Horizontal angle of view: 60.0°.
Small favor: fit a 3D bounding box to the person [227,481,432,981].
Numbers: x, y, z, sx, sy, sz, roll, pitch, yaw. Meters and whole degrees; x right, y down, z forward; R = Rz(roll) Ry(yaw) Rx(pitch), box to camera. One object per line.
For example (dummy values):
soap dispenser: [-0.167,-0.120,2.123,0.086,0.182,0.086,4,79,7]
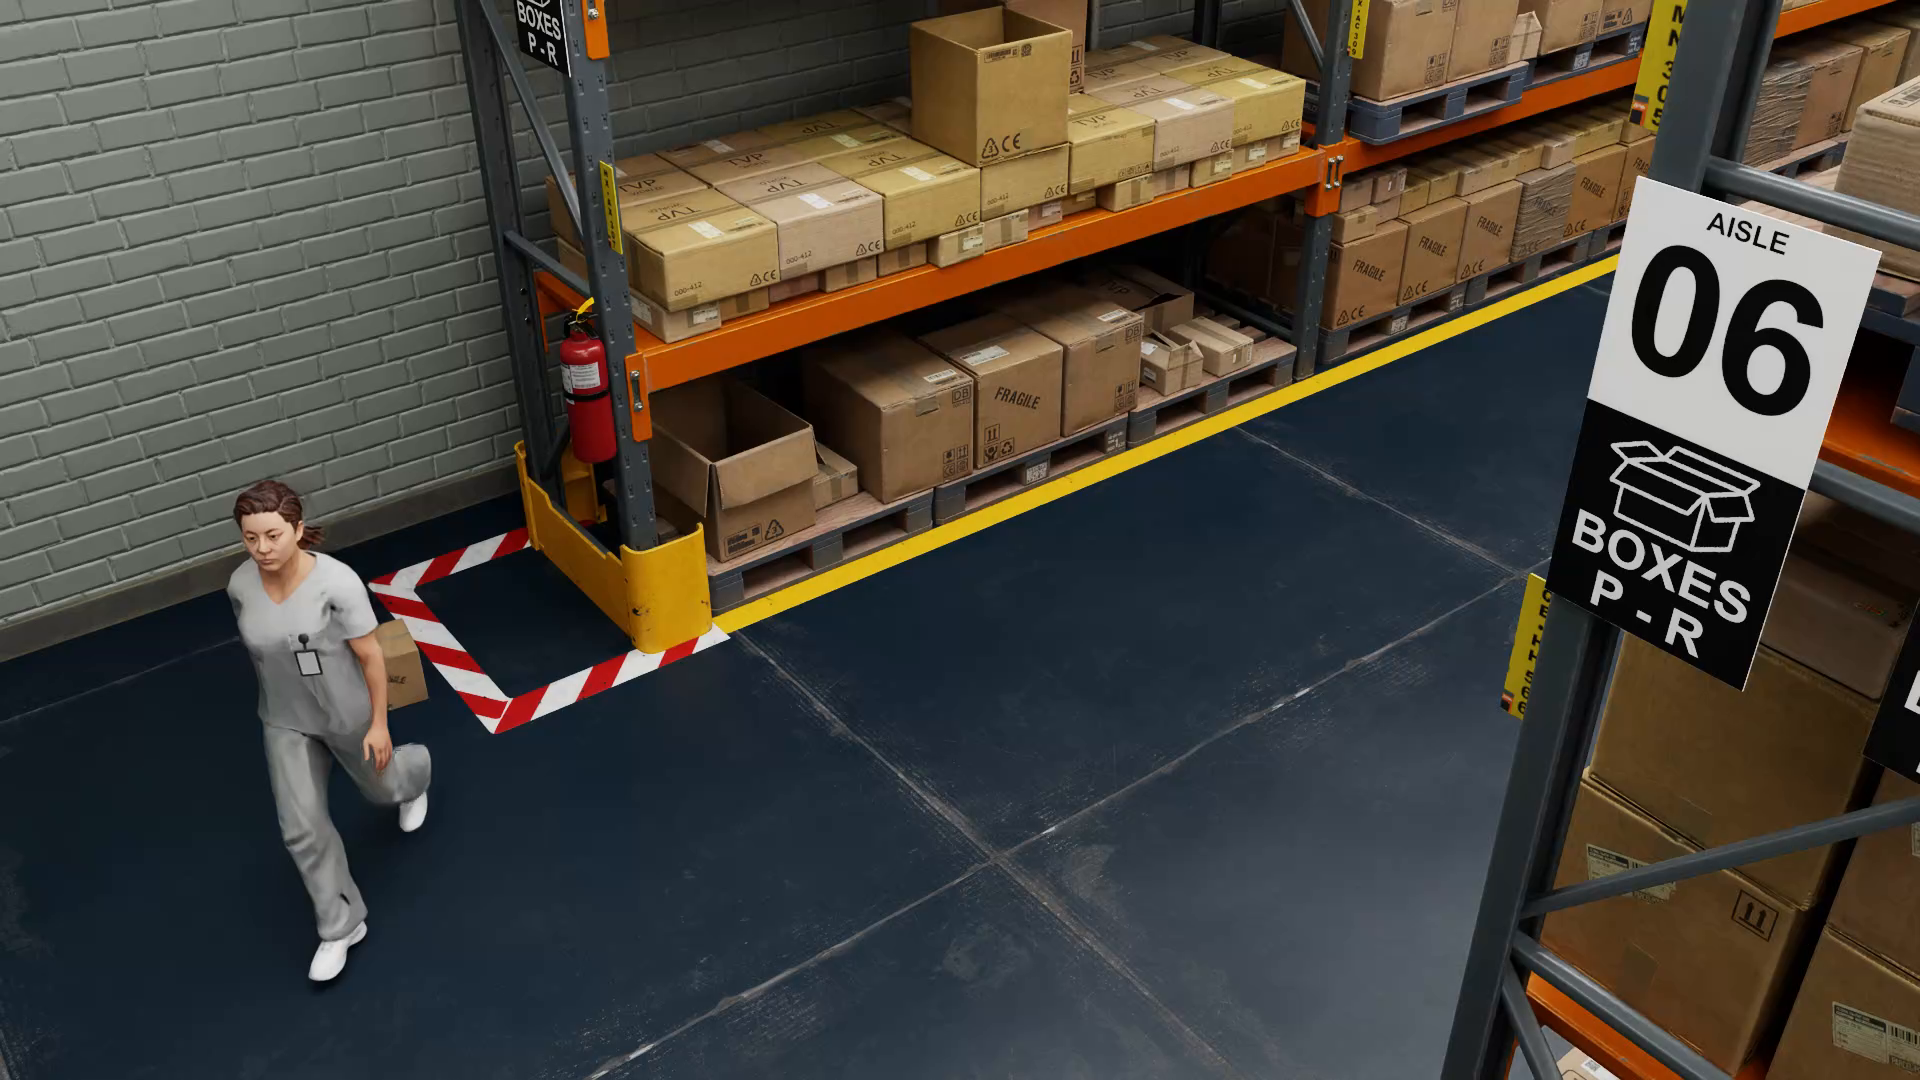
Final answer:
person: [-2.012,0.517,5.327,0.457,1.635,0.943,0,32,0]
